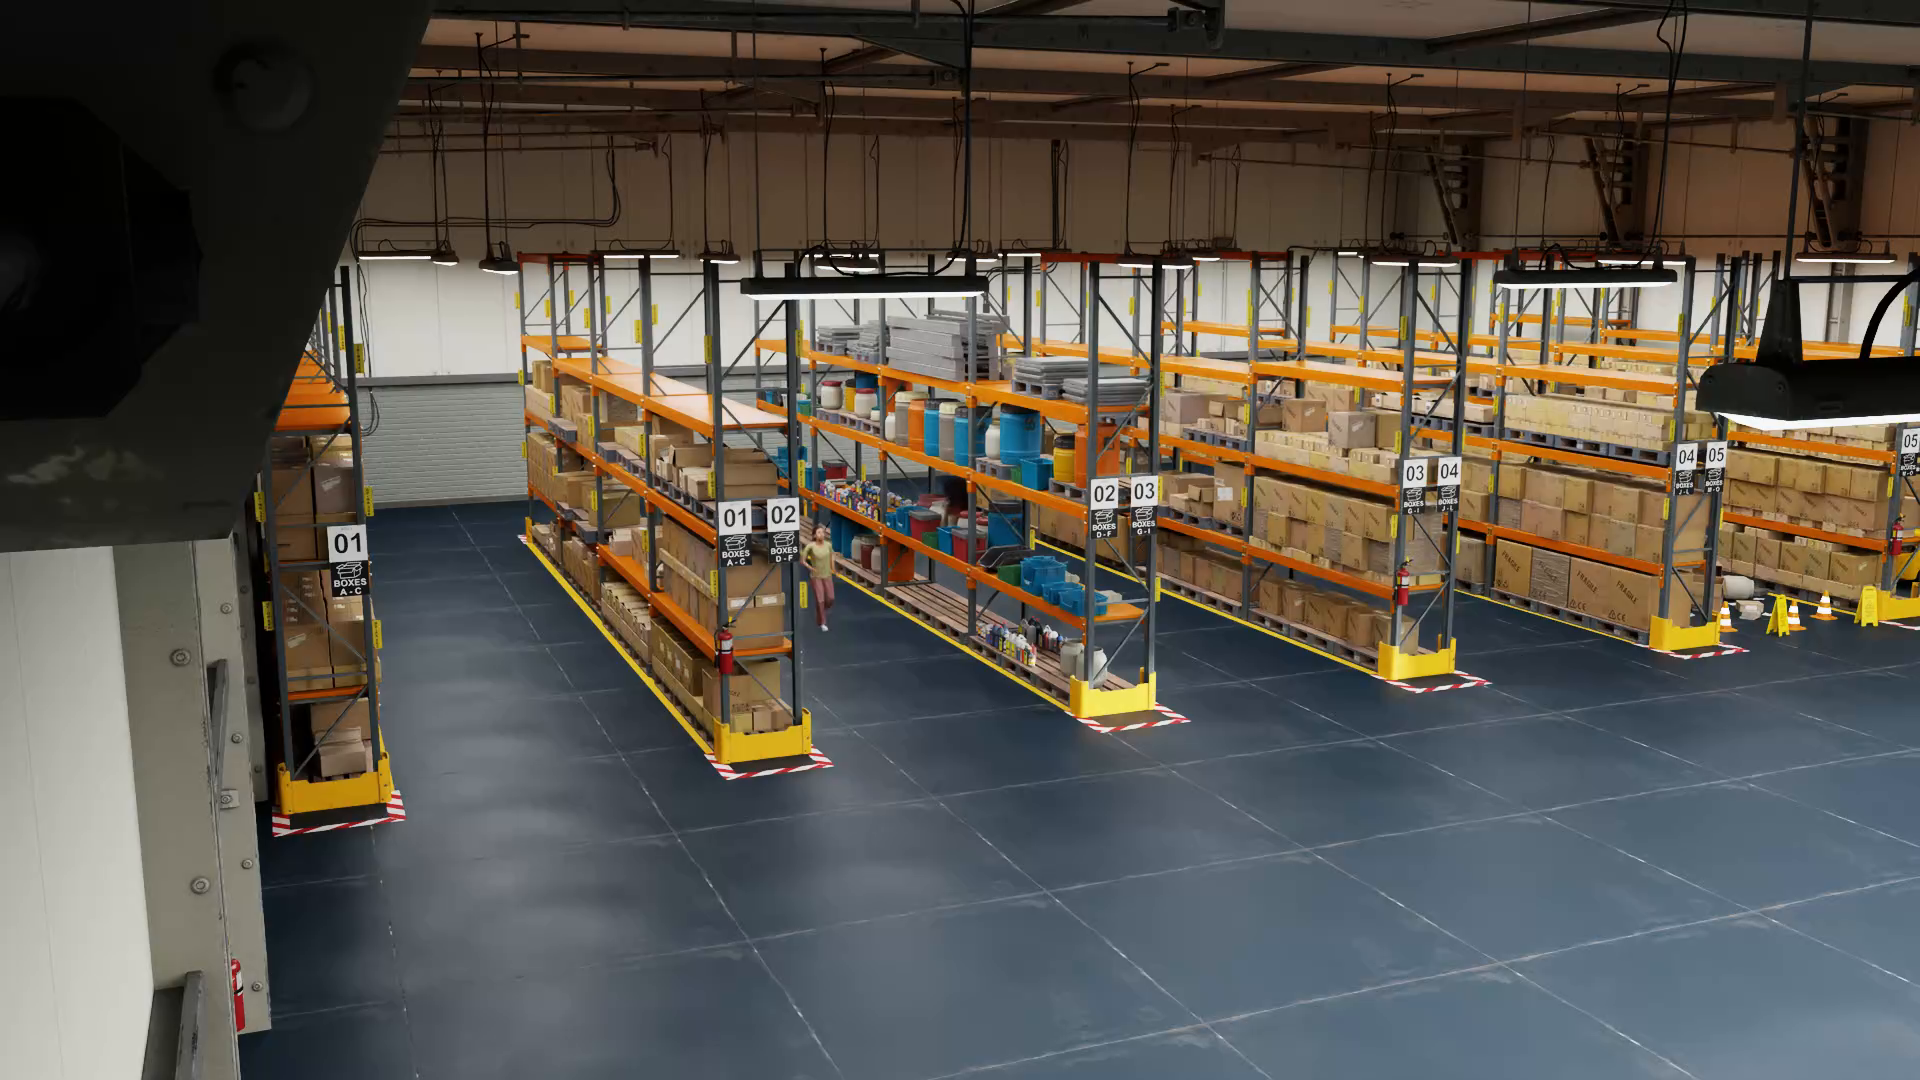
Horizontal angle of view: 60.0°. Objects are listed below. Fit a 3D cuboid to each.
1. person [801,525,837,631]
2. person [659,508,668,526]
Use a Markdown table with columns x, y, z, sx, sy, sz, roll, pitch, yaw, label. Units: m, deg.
| x | y | z | sx | sy | sz | roll | pitch | yaw | label |
| --- | --- | --- | --- | --- | --- | --- | --- | --- | --- |
| -2.157 | 0.586 | 25.732 | 0.581 | 1.641 | 0.527 | -5 | 12 | -27 | person |
| -6.284 | -0.761 | 34.608 | 0.640 | 1.662 | 0.528 | -9 | 14 | -42 | person |
